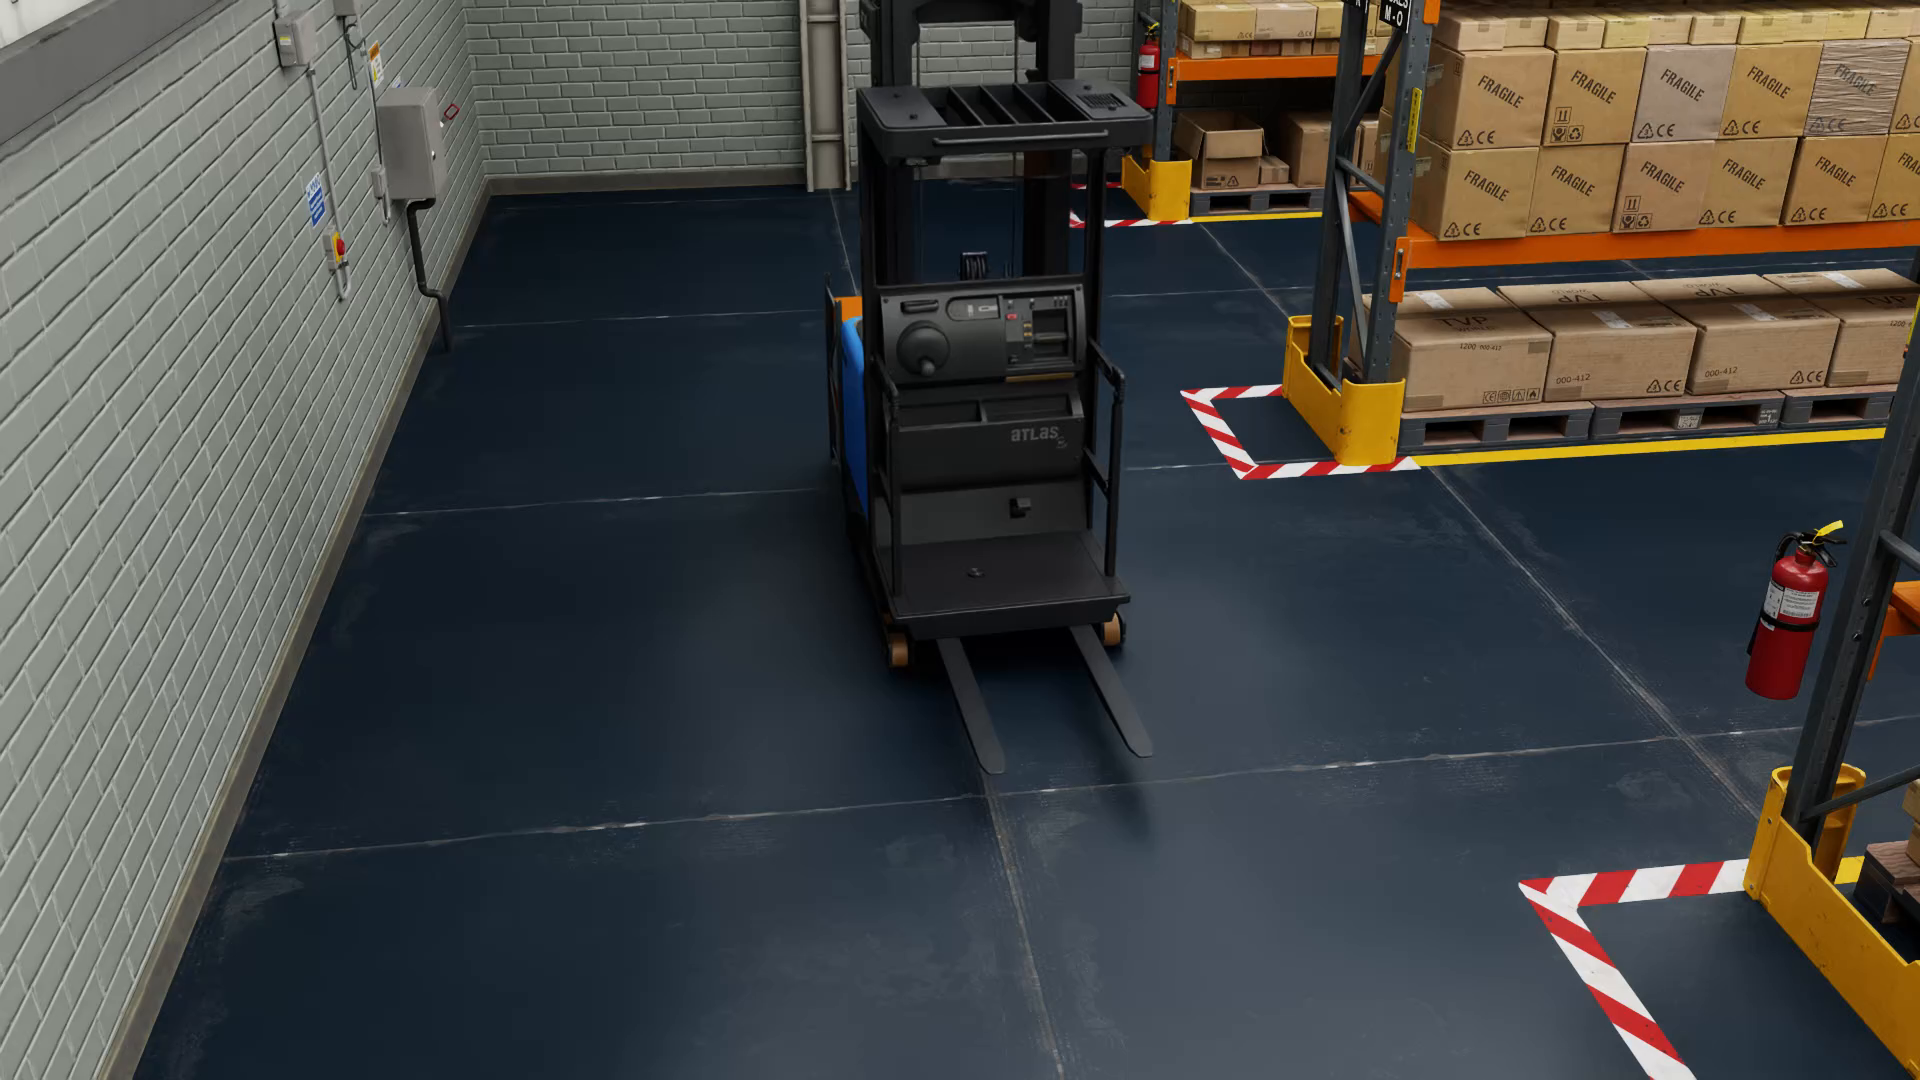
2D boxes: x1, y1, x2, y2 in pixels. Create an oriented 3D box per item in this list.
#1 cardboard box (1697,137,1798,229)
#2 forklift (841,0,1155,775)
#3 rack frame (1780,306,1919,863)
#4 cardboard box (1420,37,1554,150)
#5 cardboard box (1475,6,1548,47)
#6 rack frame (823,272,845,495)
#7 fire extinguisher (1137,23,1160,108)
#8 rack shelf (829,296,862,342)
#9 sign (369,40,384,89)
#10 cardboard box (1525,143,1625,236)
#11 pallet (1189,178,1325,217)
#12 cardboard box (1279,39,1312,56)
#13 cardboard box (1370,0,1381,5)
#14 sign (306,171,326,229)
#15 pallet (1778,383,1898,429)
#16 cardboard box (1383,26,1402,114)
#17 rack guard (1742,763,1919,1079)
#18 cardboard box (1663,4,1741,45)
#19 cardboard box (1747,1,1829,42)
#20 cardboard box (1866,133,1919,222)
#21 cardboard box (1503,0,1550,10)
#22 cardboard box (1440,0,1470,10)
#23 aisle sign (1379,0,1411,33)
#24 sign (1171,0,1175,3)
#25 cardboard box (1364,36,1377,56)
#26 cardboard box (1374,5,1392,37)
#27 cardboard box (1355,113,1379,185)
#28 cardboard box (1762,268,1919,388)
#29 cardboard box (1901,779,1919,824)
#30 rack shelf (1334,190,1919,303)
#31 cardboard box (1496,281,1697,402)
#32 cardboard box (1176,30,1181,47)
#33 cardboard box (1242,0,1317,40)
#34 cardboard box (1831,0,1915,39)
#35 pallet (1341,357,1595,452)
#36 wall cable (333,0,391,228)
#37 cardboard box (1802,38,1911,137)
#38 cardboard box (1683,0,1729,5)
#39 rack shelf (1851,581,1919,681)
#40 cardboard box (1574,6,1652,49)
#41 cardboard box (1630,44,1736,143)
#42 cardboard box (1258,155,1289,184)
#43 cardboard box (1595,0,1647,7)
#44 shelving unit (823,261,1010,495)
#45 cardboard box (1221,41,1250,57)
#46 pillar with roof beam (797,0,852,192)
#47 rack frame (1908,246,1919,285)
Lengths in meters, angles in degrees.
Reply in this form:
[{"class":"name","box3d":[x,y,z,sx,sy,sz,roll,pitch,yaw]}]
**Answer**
[{"class":"cardboard box","box3d":[4.319,-2.085,9.418,0.500,0.500,0.500,-3,27,-5]},{"class":"forklift","box3d":[0.151,-0.900,7.294,1.130,2.935,3.031,-5,28,-10]},{"class":"rack frame","box3d":[3.097,0.200,5.074,0.127,3.000,1.000,-4,27,-7]},{"class":"cardboard box","box3d":[2.822,-2.422,8.981,0.500,0.500,0.500,-4,27,-8]},{"class":"cardboard box","box3d":[2.947,-2.756,8.919,0.250,0.149,0.380,-3,27,-6]},{"class":"rack frame","box3d":[-0.688,-0.862,9.198,0.032,1.125,0.500,-5,28,-10]},{"class":"fire extinguisher","box3d":[1.531,-3.856,13.473,0.183,0.674,0.296,-4,27,-7]},{"class":"rack shelf","box3d":[-0.191,-1.170,9.157,1.000,0.278,0.538,-5,28,-10]},{"class":"sign","box3d":[-3.619,-2.950,10.309,0.001,0.242,0.339,-4,27,-7]},{"class":"cardboard box","box3d":[3.319,-2.021,9.294,0.500,0.500,0.500,-4,27,-8]},{"class":"pallet","box3d":[2.476,-3.090,14.542,1.213,0.211,1.003,-4,27,-7]},{"class":"cardboard box","box3d":[2.735,-4.118,13.765,0.250,0.149,0.380,-3,27,-5]},{"class":"cardboard box","box3d":[3.584,-4.677,13.596,0.500,0.500,0.500,-3,27,-6]},{"class":"sign","box3d":[-3.327,-1.757,8.592,0.001,0.218,0.327,-4,27,-7]},{"class":"pallet","box3d":[5.504,-1.032,10.530,1.213,0.211,1.003,-4,27,-7]},{"class":"cardboard box","box3d":[2.751,-2.659,9.442,0.500,0.500,0.500,-3,27,-5]},{"class":"rack guard","box3d":[3.172,1.307,5.655,0.348,0.500,1.175,-4,27,-7]},{"class":"cardboard box","box3d":[3.984,-2.783,8.972,0.250,0.149,0.380,-3,27,-7]},{"class":"cardboard box","box3d":[4.491,-2.825,9.055,0.250,0.149,0.380,-4,27,-7]},{"class":"cardboard box","box3d":[5.336,-2.150,9.545,0.500,0.500,0.500,-4,27,-8]},{"class":"cardboard box","box3d":[3.126,-3.004,9.404,0.250,0.149,0.380,-4,27,-8]},{"class":"cardboard box","box3d":[2.635,-2.923,9.245,0.250,0.149,0.380,-3,27,-6]},{"class":"aisle sign","box3d":[2.276,-3.052,8.565,0.004,0.787,0.394,-4,27,-7]},{"class":"sign","box3d":[1.688,-4.415,13.120,0.005,0.325,0.100,-4,27,-7]},{"class":"cardboard box","box3d":[3.258,-4.120,13.768,0.250,0.149,0.380,-4,27,-9]},{"class":"cardboard box","box3d":[3.603,-4.356,13.792,0.500,0.250,0.500,-4,27,-8]},{"class":"cardboard box","box3d":[3.620,-3.371,14.312,0.500,0.500,0.500,-3,27,-6]},{"class":"cardboard box","box3d":[5.631,-1.341,10.425,0.875,0.438,0.875,-4,27,-8]},{"class":"cardboard box","box3d":[3.580,0.987,5.878,0.250,0.149,0.380,-4,27,-8]},{"class":"rack shelf","box3d":[4.288,-1.838,9.835,4.000,0.370,1.077,-4,27,-7]},{"class":"cardboard box","box3d":[3.852,-1.227,10.203,0.875,0.438,0.875,-3,27,-6]},{"class":"cardboard box","box3d":[1.903,-4.306,14.131,0.250,0.149,0.380,-4,27,-8]},{"class":"cardboard box","box3d":[2.598,-4.280,13.644,0.500,0.250,0.500,-3,27,-7]},{"class":"cardboard box","box3d":[4.992,-2.865,9.132,0.250,0.149,0.380,-4,27,-8]},{"class":"pallet","box3d":[3.088,-0.877,10.228,1.213,0.211,1.003,-4,27,-7]},{"class":"wall cable","box3d":[-3.483,-2.755,9.720,0.122,1.984,0.588,-4,27,-7]},{"class":"cardboard box","box3d":[4.833,-2.555,9.239,0.500,0.500,0.500,-3,27,-6]},{"class":"cardboard box","box3d":[4.153,-3.037,9.467,0.250,0.149,0.380,-3,27,-5]},{"class":"rack shelf","box3d":[5.077,0.393,5.487,4.000,0.370,1.077,-4,27,-7]},{"class":"cardboard box","box3d":[3.478,-2.745,8.899,0.250,0.149,0.380,-5,28,-9]},{"class":"cardboard box","box3d":[3.841,-2.495,9.121,0.500,0.500,0.500,-4,27,-8]},{"class":"cardboard box","box3d":[2.657,-3.199,14.362,0.250,0.149,0.380,-5,28,-9]},{"class":"cardboard box","box3d":[3.650,-2.986,9.369,0.250,0.149,0.380,-4,27,-8]},{"class":"shelving unit","box3d":[-0.191,-0.909,9.290,1.048,1.125,0.538,-5,28,-10]},{"class":"cardboard box","box3d":[2.221,-4.097,13.725,0.250,0.149,0.380,-3,27,-6]},{"class":"pillar with roof beam","box3d":[-0.584,-5.234,9.093,0.400,9.000,9.100,-4,27,-7]},{"class":"rack frame","box3d":[6.268,-2.286,9.919,0.127,3.000,1.000,-4,27,-7]}]
